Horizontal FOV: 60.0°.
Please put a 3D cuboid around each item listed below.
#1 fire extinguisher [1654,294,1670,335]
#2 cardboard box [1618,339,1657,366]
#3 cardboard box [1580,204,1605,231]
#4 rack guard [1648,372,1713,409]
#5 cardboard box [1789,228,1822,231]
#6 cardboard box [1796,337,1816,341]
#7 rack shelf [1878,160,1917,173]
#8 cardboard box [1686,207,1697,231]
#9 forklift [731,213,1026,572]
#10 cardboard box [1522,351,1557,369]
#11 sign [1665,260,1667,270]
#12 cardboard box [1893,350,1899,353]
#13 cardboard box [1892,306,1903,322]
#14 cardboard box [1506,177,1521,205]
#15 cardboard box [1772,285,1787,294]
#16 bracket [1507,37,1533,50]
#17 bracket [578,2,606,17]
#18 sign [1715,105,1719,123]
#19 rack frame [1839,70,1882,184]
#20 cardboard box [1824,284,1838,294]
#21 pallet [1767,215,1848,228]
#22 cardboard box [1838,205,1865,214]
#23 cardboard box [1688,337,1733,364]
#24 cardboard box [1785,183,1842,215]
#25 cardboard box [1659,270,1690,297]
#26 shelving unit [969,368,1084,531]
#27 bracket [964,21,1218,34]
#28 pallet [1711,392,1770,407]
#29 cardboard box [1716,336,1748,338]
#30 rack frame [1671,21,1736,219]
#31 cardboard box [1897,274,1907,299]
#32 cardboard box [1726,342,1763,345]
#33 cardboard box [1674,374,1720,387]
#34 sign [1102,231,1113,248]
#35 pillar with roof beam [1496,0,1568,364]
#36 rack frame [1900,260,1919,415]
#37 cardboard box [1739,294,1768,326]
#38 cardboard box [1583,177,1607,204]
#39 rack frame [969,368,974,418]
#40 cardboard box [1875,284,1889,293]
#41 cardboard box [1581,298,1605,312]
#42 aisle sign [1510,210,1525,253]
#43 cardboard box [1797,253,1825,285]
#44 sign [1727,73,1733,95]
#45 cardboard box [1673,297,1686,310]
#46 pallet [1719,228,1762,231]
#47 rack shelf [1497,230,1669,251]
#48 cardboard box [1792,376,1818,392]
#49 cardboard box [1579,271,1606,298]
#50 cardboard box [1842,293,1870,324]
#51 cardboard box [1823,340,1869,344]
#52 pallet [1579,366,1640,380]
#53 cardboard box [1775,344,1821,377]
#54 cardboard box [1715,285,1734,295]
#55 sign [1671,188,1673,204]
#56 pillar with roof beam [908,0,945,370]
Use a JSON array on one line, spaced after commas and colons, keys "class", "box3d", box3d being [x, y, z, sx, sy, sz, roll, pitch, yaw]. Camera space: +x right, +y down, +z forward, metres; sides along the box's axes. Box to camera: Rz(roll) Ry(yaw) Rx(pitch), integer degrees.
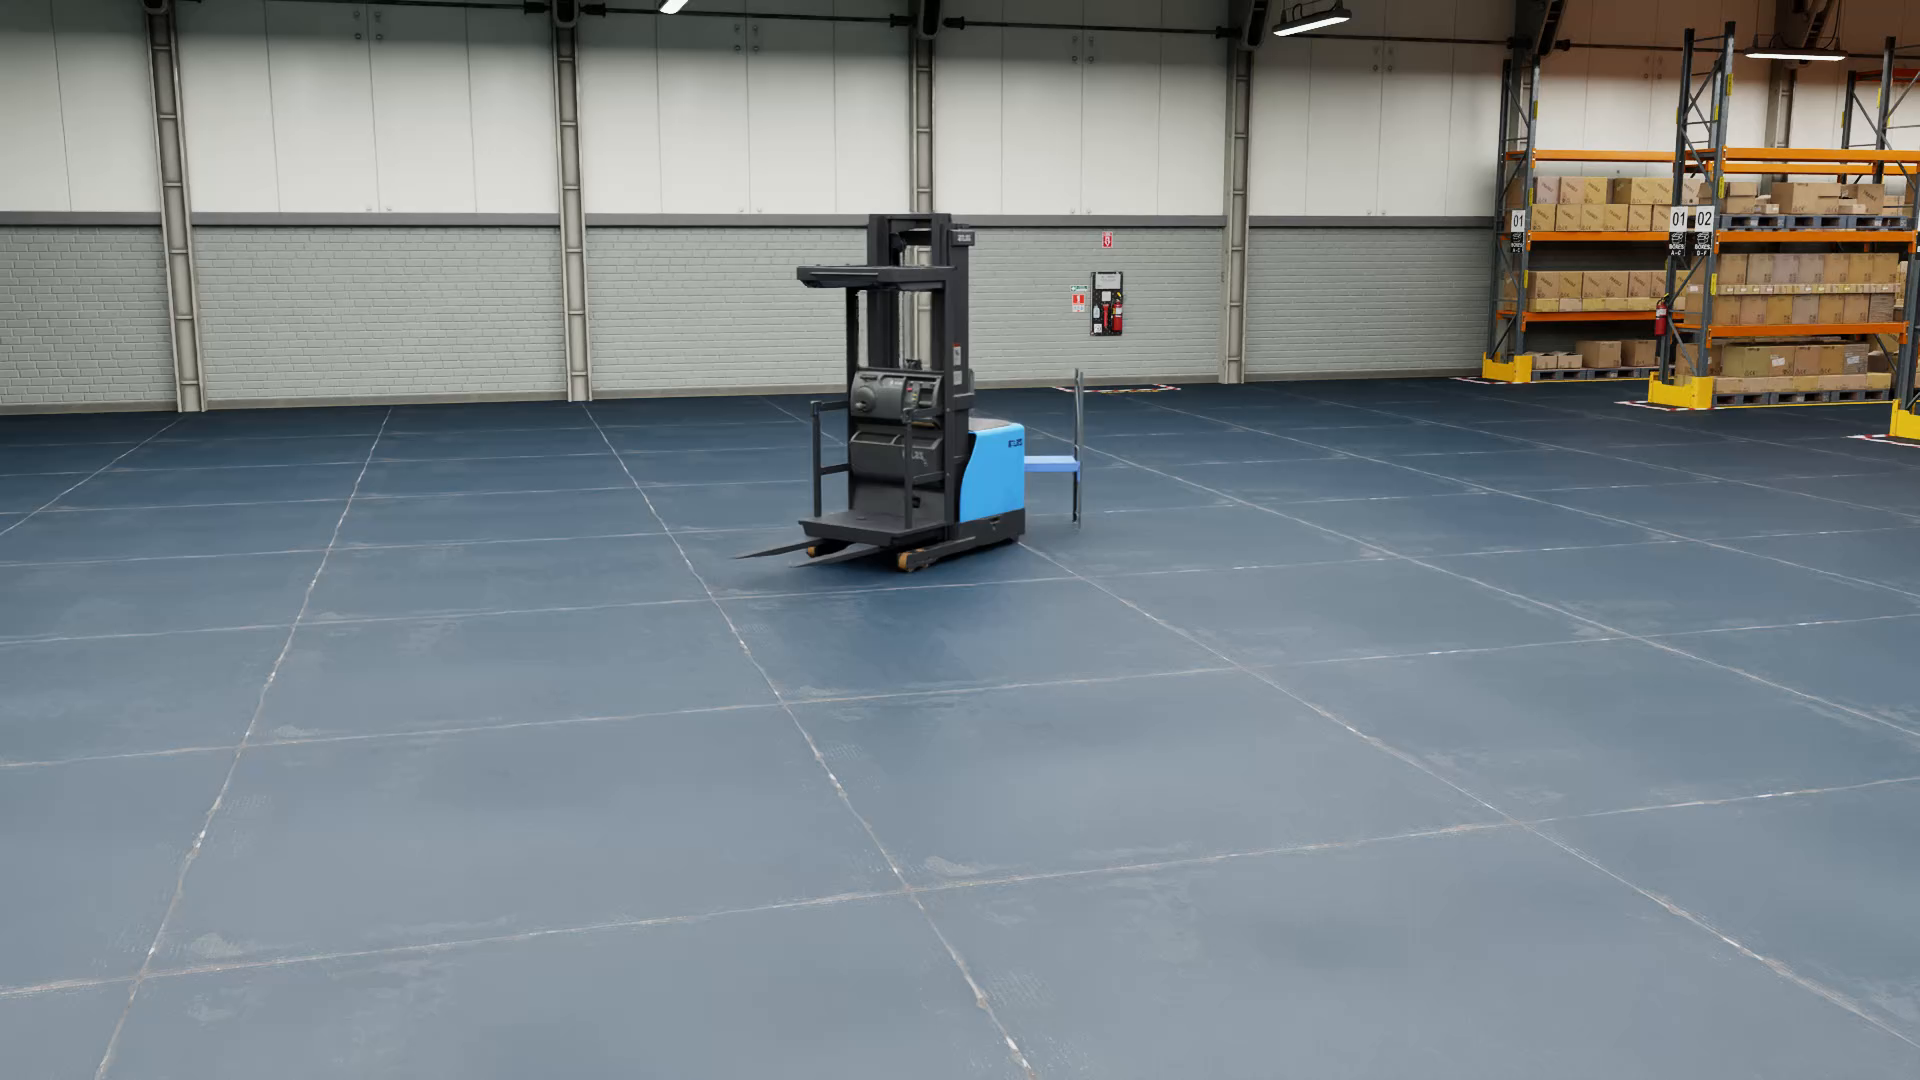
[{"class": "fire extinguisher", "box3d": [11.583, -3.732, 27.450, 0.183, 0.674, 0.296, -3, 11, -16]}, {"class": "cardboard box", "box3d": [13.293, -3.686, 32.677, 0.500, 0.500, 0.500, -4, 11, -20]}, {"class": "cardboard box", "box3d": [11.852, -6.112, 31.547, 0.500, 0.500, 0.500, -2, 11, -13]}, {"class": "rack guard", "box3d": [11.803, -2.465, 27.257, 0.348, 0.500, 1.175, -3, 11, -16]}, {"class": "cardboard box", "box3d": [16.848, -6.447, 33.361, 0.637, 0.503, 0.797, -1, 11, -8]}, {"class": "cardboard box", "box3d": [16.915, -3.897, 33.820, 0.500, 0.500, 0.700, -3, 11, -16]}, {"class": "rack shelf", "box3d": [17.587, -6.399, 28.244, 4.000, 0.370, 1.077, -3, 11, -16]}, {"class": "cardboard box", "box3d": [13.860, -6.224, 32.158, 0.500, 0.500, 0.500, -3, 11, -14]}, {"class": "forklift", "box3d": [-0.672, -1.273, 14.070, 1.130, 2.935, 3.031, 7, 13, 35]}, {"class": "cardboard box", "box3d": [11.127, -3.469, 32.022, 0.500, 0.311, 0.500, -4, 11, -22]}, {"class": "sign", "box3d": [14.120, -5.424, 33.231, 0.005, 0.325, 0.100, -3, 11, -16]}, {"class": "cardboard box", "box3d": [16.473, -3.125, 28.828, 0.500, 0.311, 0.500, -3, 11, -14]}, {"class": "cardboard box", "box3d": [16.127, -3.856, 28.327, 0.500, 0.250, 0.500, -2, 11, -12]}, {"class": "cardboard box", "box3d": [10.779, -6.649, 31.706, 0.500, 0.500, 0.500, -3, 11, -13]}, {"class": "cardboard box", "box3d": [13.254, -4.098, 27.159, 0.250, 0.149, 0.380, -3, 11, -18]}, {"class": "bracket", "box3d": [10.569, -9.380, 31.404, 0.430, 0.232, 0.235, -3, 11, -16]}, {"class": "bracket", "box3d": [-5.917, -8.511, 26.685, 0.430, 0.232, 0.235, -3, 11, -16]}, {"class": "sign", "box3d": [14.412, -8.112, 31.661, 0.005, 0.325, 0.100, -3, 11, -16]}, {"class": "rack frame", "box3d": [18.119, -7.911, 33.369, 0.127, 3.000, 1.000, -3, 11, -16]}, {"class": "cardboard box", "box3d": [14.246, -4.151, 27.444, 0.250, 0.149, 0.380, -3, 11, -14]}, {"class": "pallet", "box3d": [13.686, -5.221, 27.282, 1.213, 0.211, 1.003, -3, 11, -16]}, {"class": "cardboard box", "box3d": [14.585, -5.416, 27.247, 0.250, 0.149, 0.380, -3, 11, -16]}, {"class": "cardboard box", "box3d": [14.980, -3.786, 33.218, 0.500, 0.500, 0.700, -3, 11, -14]}, {"class": "cardboard box", "box3d": [14.050, -5.638, 27.471, 0.637, 0.503, 0.797, -2, 11, -10]}, {"class": "cardboard box", "box3d": [13.911, -4.986, 32.335, 0.500, 0.500, 0.500, -3, 11, -16]}, {"class": "shelving unit", "box3d": [0.615, -0.864, 15.800, 1.048, 1.500, 0.538, 0, 10, -2]}, {"class": "bracket", "box3d": [2.318, -8.945, 29.042, 4.783, 0.066, 0.076, -3, 11, -16]}, {"class": "pallet", "box3d": [12.548, -2.370, 27.539, 1.213, 0.211, 1.003, -3, 11, -16]}, {"class": "cardboard box", "box3d": [15.402, -4.177, 33.274, 0.500, 0.250, 0.500, -3, 11, -17]}, {"class": "rack frame", "box3d": [11.826, -6.646, 26.494, 0.127, 3.000, 1.000, -3, 11, -16]}, {"class": "cardboard box", "box3d": [19.162, -5.171, 33.902, 0.500, 0.500, 0.500, -3, 11, -14]}, {"class": "cardboard box", "box3d": [13.214, -3.050, 27.897, 0.500, 0.500, 0.500, -3, 11, -16]}, {"class": "cardboard box", "box3d": [12.258, -2.628, 27.674, 0.500, 0.250, 0.500, -3, 11, -16]}, {"class": "sign", "box3d": [2.688, -5.477, 30.312, 0.199, 0.298, 0.001, -3, 11, -16]}, {"class": "pillar with roof beam", "box3d": [12.071, -6.944, 28.115, 0.548, 9.000, 9.100, -3, 11, -16]}, {"class": "rack frame", "box3d": [13.207, -2.834, 22.359, 0.127, 3.000, 1.000, -3, 11, -16]}, {"class": "cardboard box", "box3d": [12.781, -3.793, 27.293, 0.500, 0.500, 0.700, -3, 11, -14]}, {"class": "cardboard box", "box3d": [11.860, -6.604, 31.459, 0.500, 0.500, 0.500, -3, 11, -14]}, {"class": "rack frame", "box3d": [0.107, -0.861, 15.784, 0.032, 1.500, 0.500, 0, 10, -2]}, {"class": "cardboard box", "box3d": [15.227, -4.203, 27.726, 0.250, 0.149, 0.380, -3, 11, -17]}, {"class": "cardboard box", "box3d": [11.980, -4.515, 31.850, 0.500, 0.250, 0.500, -3, 11, -17]}, {"class": "aisle sign", "box3d": [10.453, -5.779, 31.175, 0.004, 0.787, 0.394, -3, 11, -16]}, {"class": "cardboard box", "box3d": [13.797, -4.485, 27.468, 0.500, 0.500, 0.700, -3, 11, -16]}, {"class": "sign", "box3d": [11.975, -7.086, 25.869, 0.005, 0.325, 0.100, -3, 11, -16]}, {"class": "cardboard box", "box3d": [13.908, -4.618, 32.408, 0.500, 0.250, 0.500, -3, 11, -16]}, {"class": "pallet", "box3d": [14.901, -6.154, 32.628, 1.003, 0.211, 1.213, -3, 11, -16]}, {"class": "rack shelf", "box3d": [12.358, -5.779, 32.057, 4.000, 0.370, 1.077, -3, 11, -16]}, {"class": "cardboard box", "box3d": [13.844, -2.613, 27.596, 0.500, 0.250, 0.500, -3, 11, -16]}, {"class": "cardboard box", "box3d": [11.955, -4.881, 31.767, 0.500, 0.500, 0.500, -3, 11, -18]}, {"class": "cardboard box", "box3d": [14.738, -3.895, 27.848, 0.500, 0.500, 0.700, -3, 11, -17]}, {"class": "cardboard box", "box3d": [15.134, -3.152, 28.448, 0.500, 0.500, 0.500, -3, 11, -16]}, {"class": "pallet", "box3d": [12.470, -3.285, 32.509, 1.213, 0.211, 1.003, -3, 11, -16]}, {"class": "cardboard box", "box3d": [13.844, -2.982, 27.527, 0.500, 0.500, 0.500, -3, 11, -16]}, {"class": "cardboard box", "box3d": [12.263, -4.046, 26.874, 0.250, 0.149, 0.380, -3, 11, -16]}, {"class": "sign", "box3d": [11.688, -5.662, 27.209, 0.005, 0.325, 0.100, -3, 11, -16]}, {"class": "pillar with roof beam", "box3d": [0.550, -6.337, 24.816, 0.548, 9.000, 9.100, -3, 11, -16]}]
